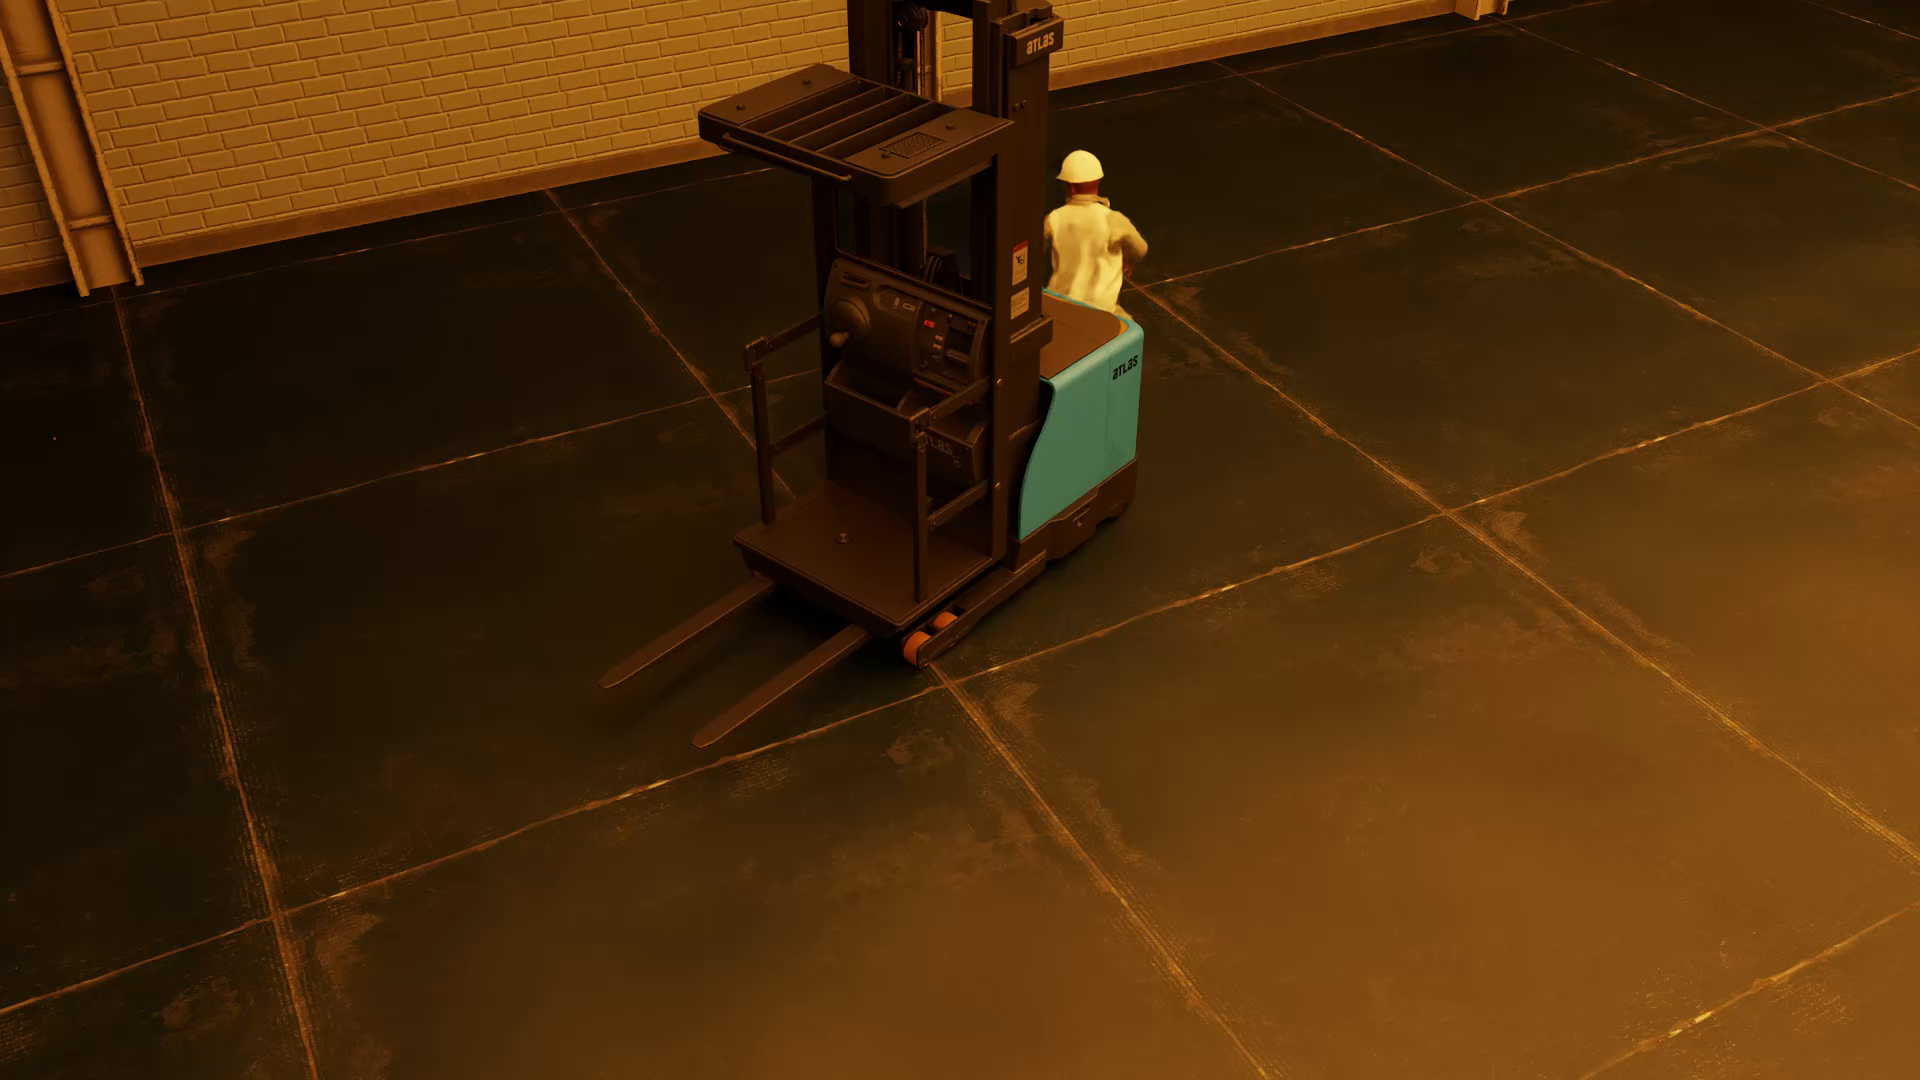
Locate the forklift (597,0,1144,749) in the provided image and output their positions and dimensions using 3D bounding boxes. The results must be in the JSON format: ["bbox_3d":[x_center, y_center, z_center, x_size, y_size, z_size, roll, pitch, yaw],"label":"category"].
[{"bbox_3d":[-0.390,-0.927,7.434,1.130,2.935,3.031,26,43,31],"label":"forklift"}]

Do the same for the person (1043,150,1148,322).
[{"bbox_3d":[0.629,-1.410,9.363,0.880,1.547,0.632,-14,38,-19],"label":"person"}]
